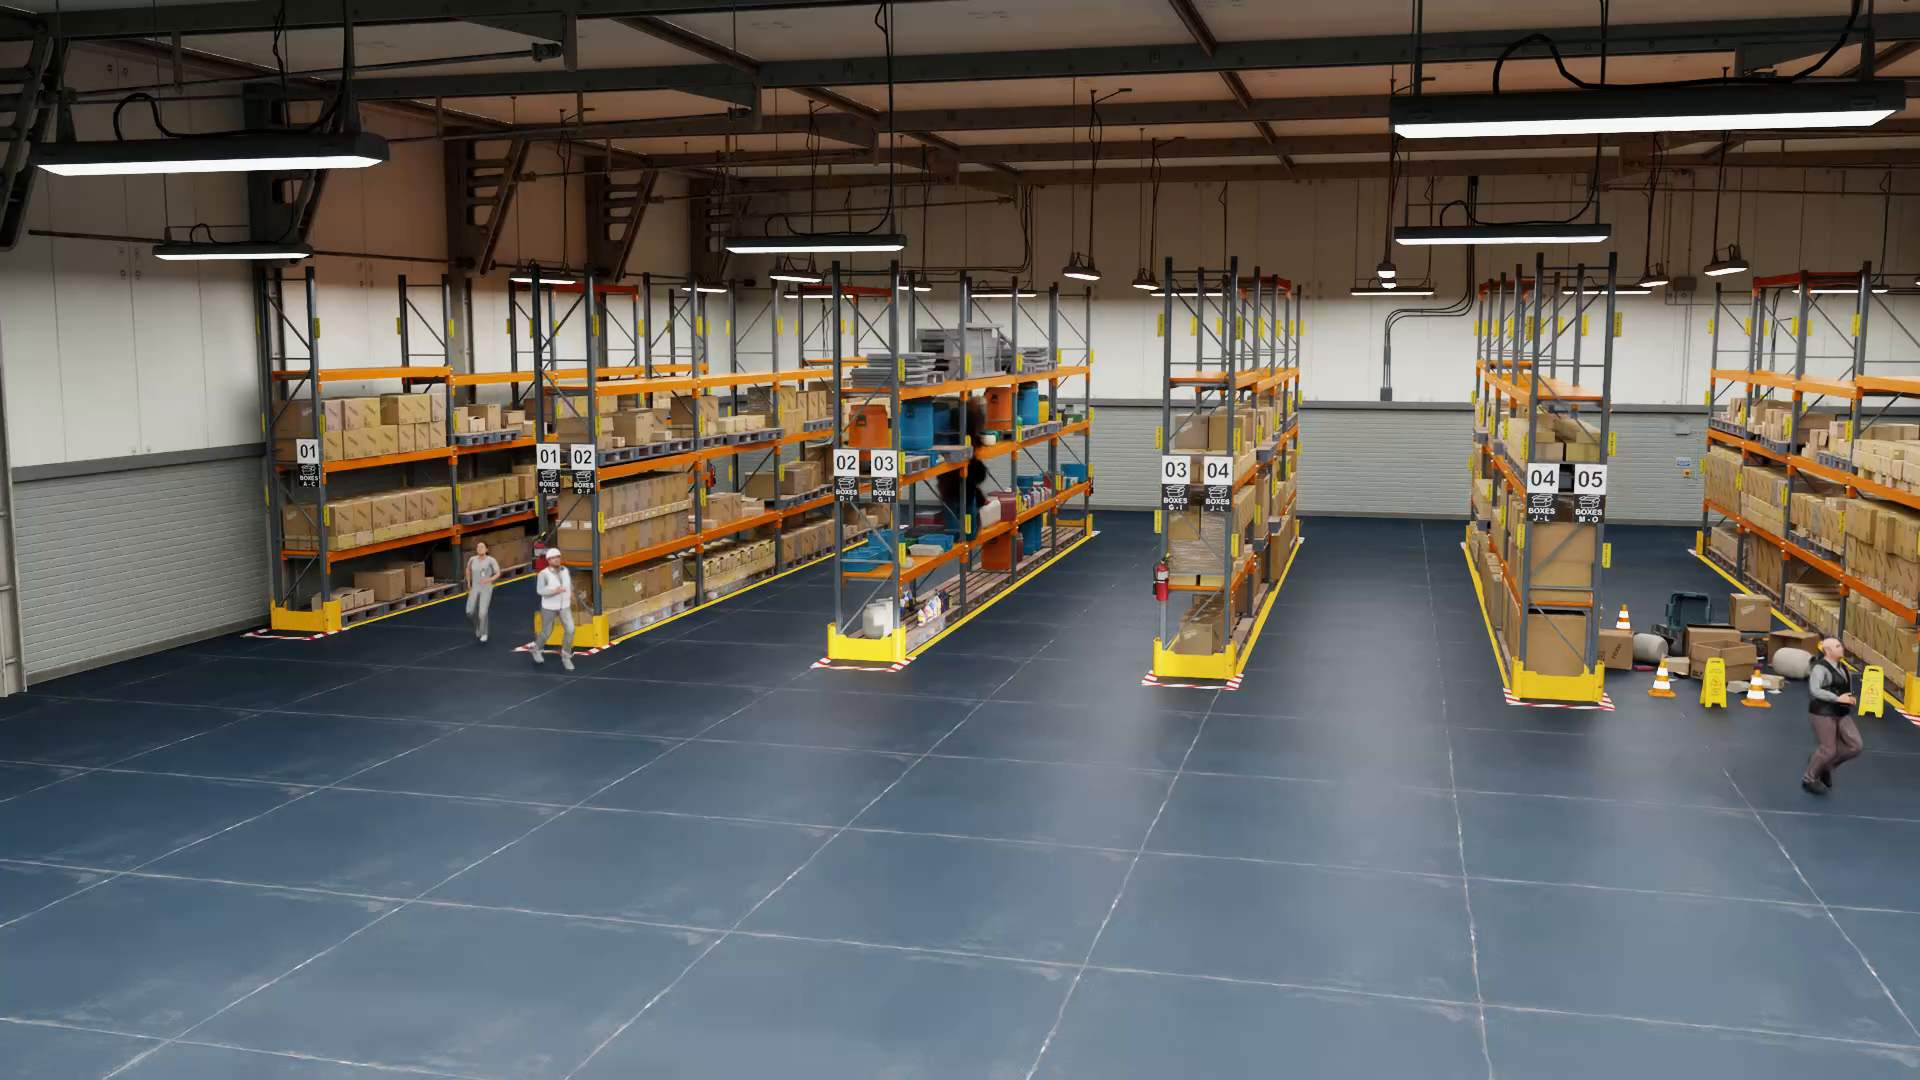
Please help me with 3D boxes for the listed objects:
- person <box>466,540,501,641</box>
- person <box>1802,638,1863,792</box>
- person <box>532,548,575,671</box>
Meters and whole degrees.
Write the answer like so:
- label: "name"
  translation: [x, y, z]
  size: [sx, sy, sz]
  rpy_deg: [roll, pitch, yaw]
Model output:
- label: "person"
  translation: [-7.664, 0.816, 26.649]
  size: [0.609, 1.631, 0.502]
  rpy_deg: [1, 7, 7]
- label: "person"
  translation: [9.396, 1.893, 17.880]
  size: [0.711, 1.692, 0.583]
  rpy_deg: [-5, 9, -33]
- label: "person"
  translation: [-5.994, 1.013, 24.617]
  size: [0.662, 1.823, 0.900]
  rpy_deg: [-6, 9, -40]
